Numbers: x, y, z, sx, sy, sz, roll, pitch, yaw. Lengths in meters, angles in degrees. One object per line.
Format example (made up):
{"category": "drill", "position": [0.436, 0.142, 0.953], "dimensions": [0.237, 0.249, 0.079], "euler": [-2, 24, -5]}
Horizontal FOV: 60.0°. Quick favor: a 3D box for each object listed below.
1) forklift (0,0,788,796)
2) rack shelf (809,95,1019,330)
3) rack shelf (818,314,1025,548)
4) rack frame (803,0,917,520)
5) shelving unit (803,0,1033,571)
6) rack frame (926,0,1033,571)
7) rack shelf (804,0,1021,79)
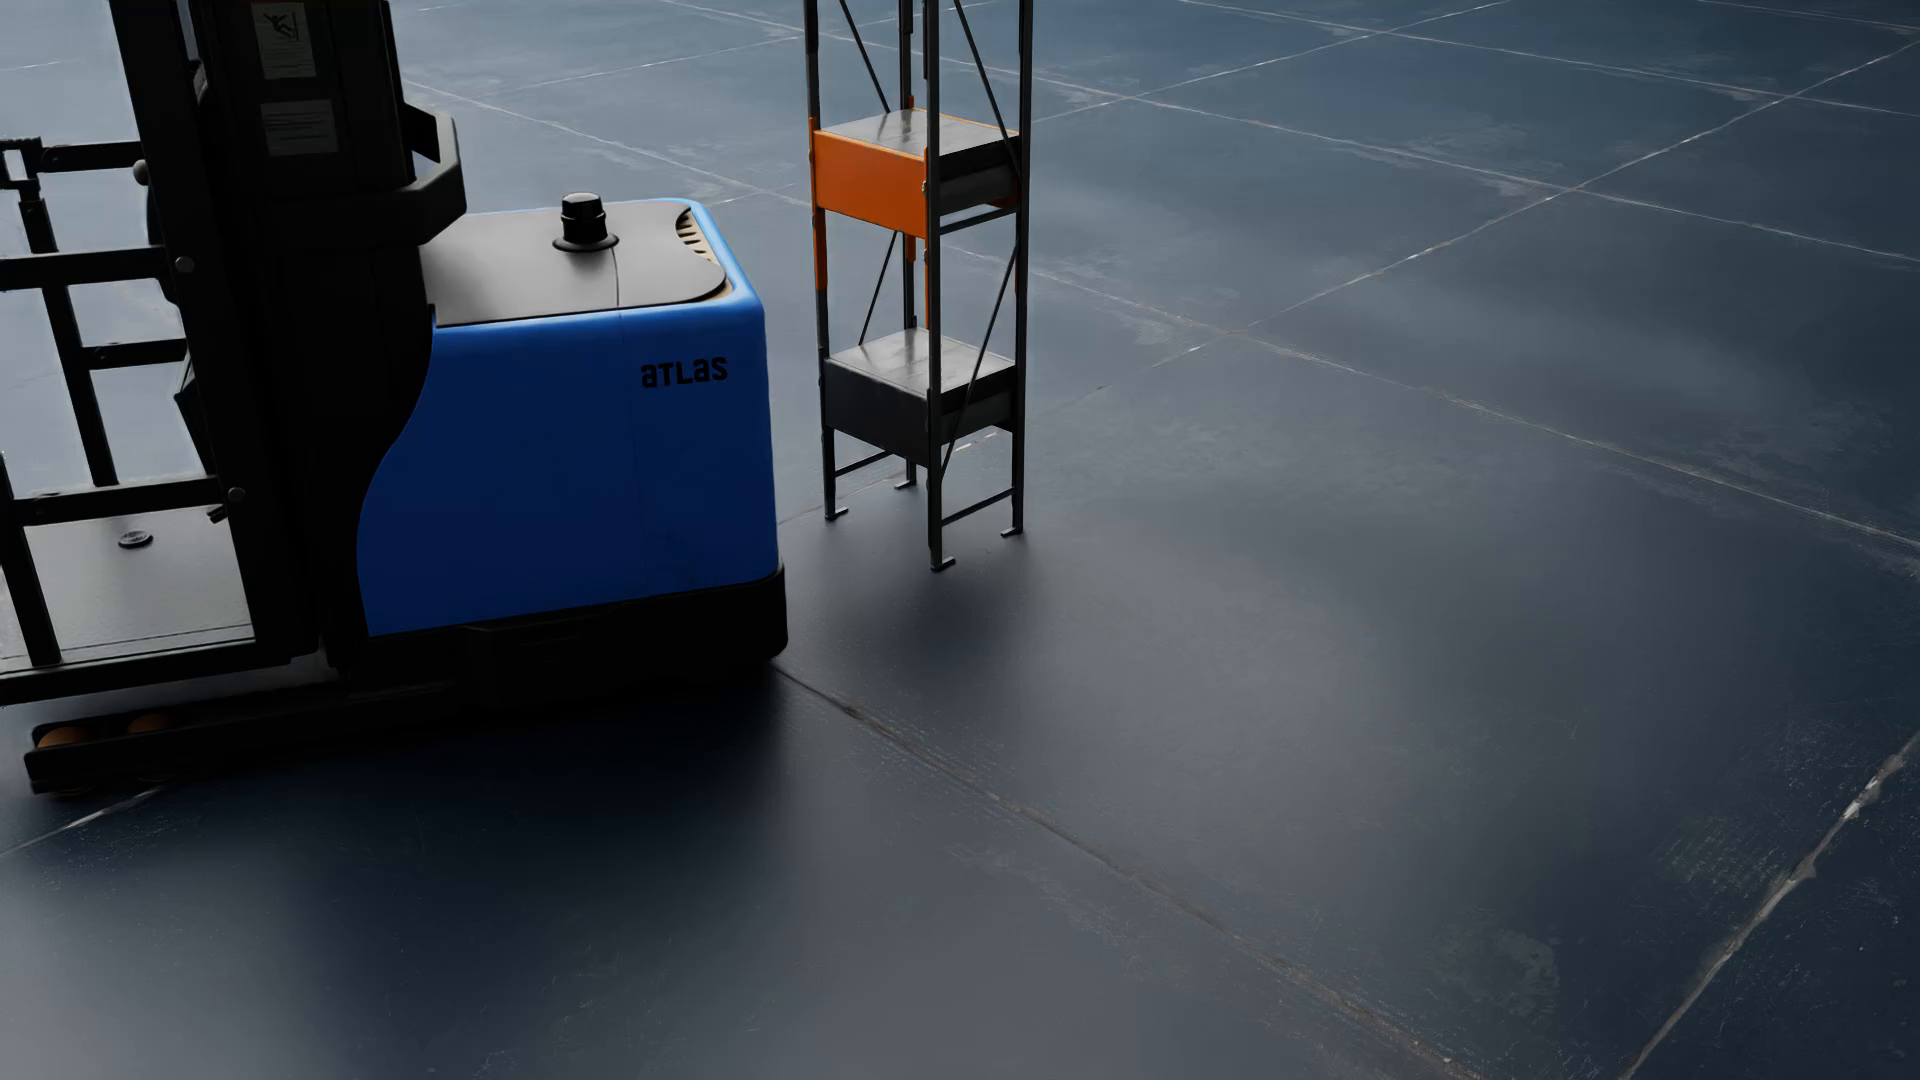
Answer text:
{"category": "forklift", "position": [-2.047, -0.947, 3.901], "dimensions": [3.031, 2.935, 1.130], "euler": [-8, 29, -15]}
{"category": "rack shelf", "position": [-0.118, -0.971, 4.870], "dimensions": [0.480, 0.518, 0.431], "euler": [25, 36, 38]}
{"category": "rack shelf", "position": [-0.118, -0.352, 5.196], "dimensions": [0.480, 0.518, 0.431], "euler": [25, 36, 38]}
{"category": "rack frame", "position": [-0.292, -1.063, 5.015], "dimensions": [0.015, 2.100, 0.400], "euler": [25, 36, 38]}
{"category": "shelving unit", "position": [-0.118, -0.983, 4.864], "dimensions": [0.503, 2.100, 0.431], "euler": [25, 36, 38]}
{"category": "rack frame", "position": [0.056, -0.904, 4.713], "dimensions": [0.015, 2.100, 0.400], "euler": [25, 36, 38]}
{"category": "rack shelf", "position": [-0.118, -1.591, 4.545], "dimensions": [0.480, 0.518, 0.431], "euler": [25, 36, 38]}
